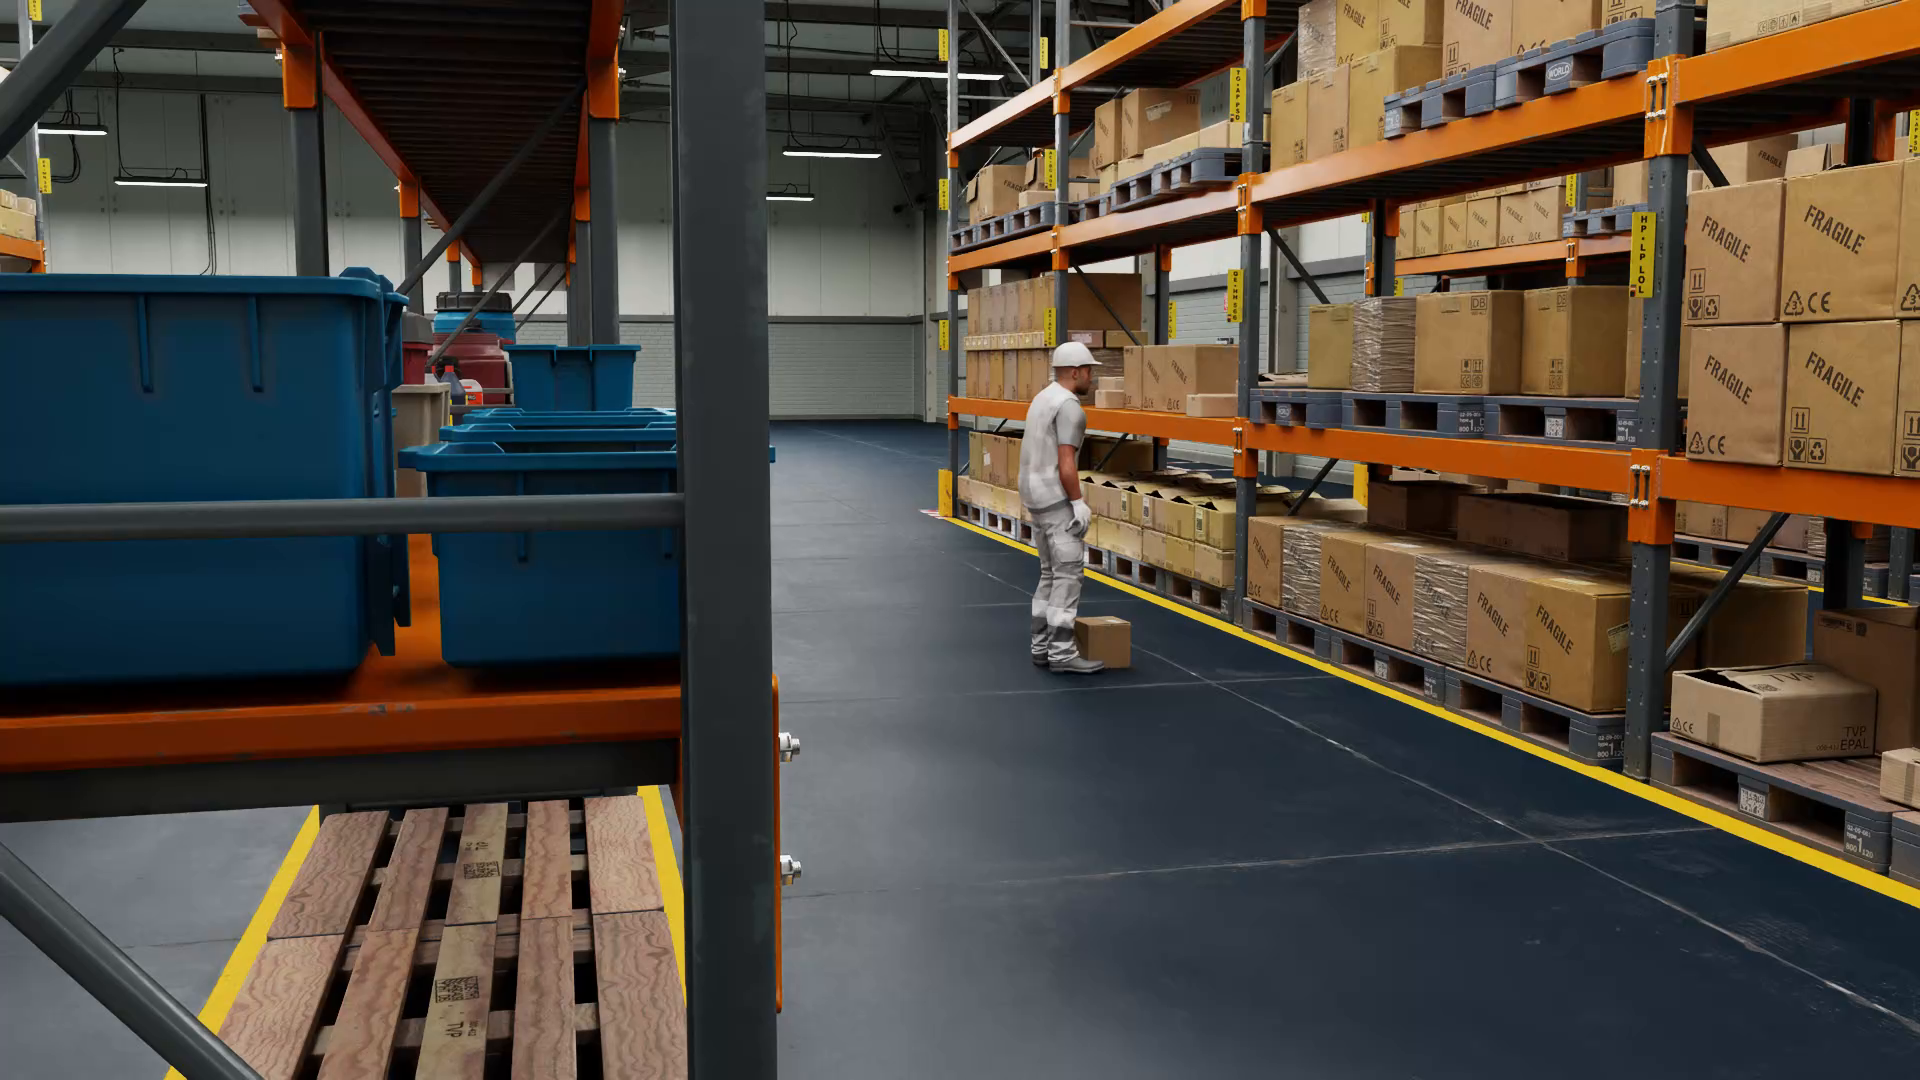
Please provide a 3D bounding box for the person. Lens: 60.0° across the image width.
[{"bbox_3d":[0.562,-0.185,9.073,0.455,1.779,0.612,-2,6,-14],"label":"person"}]
